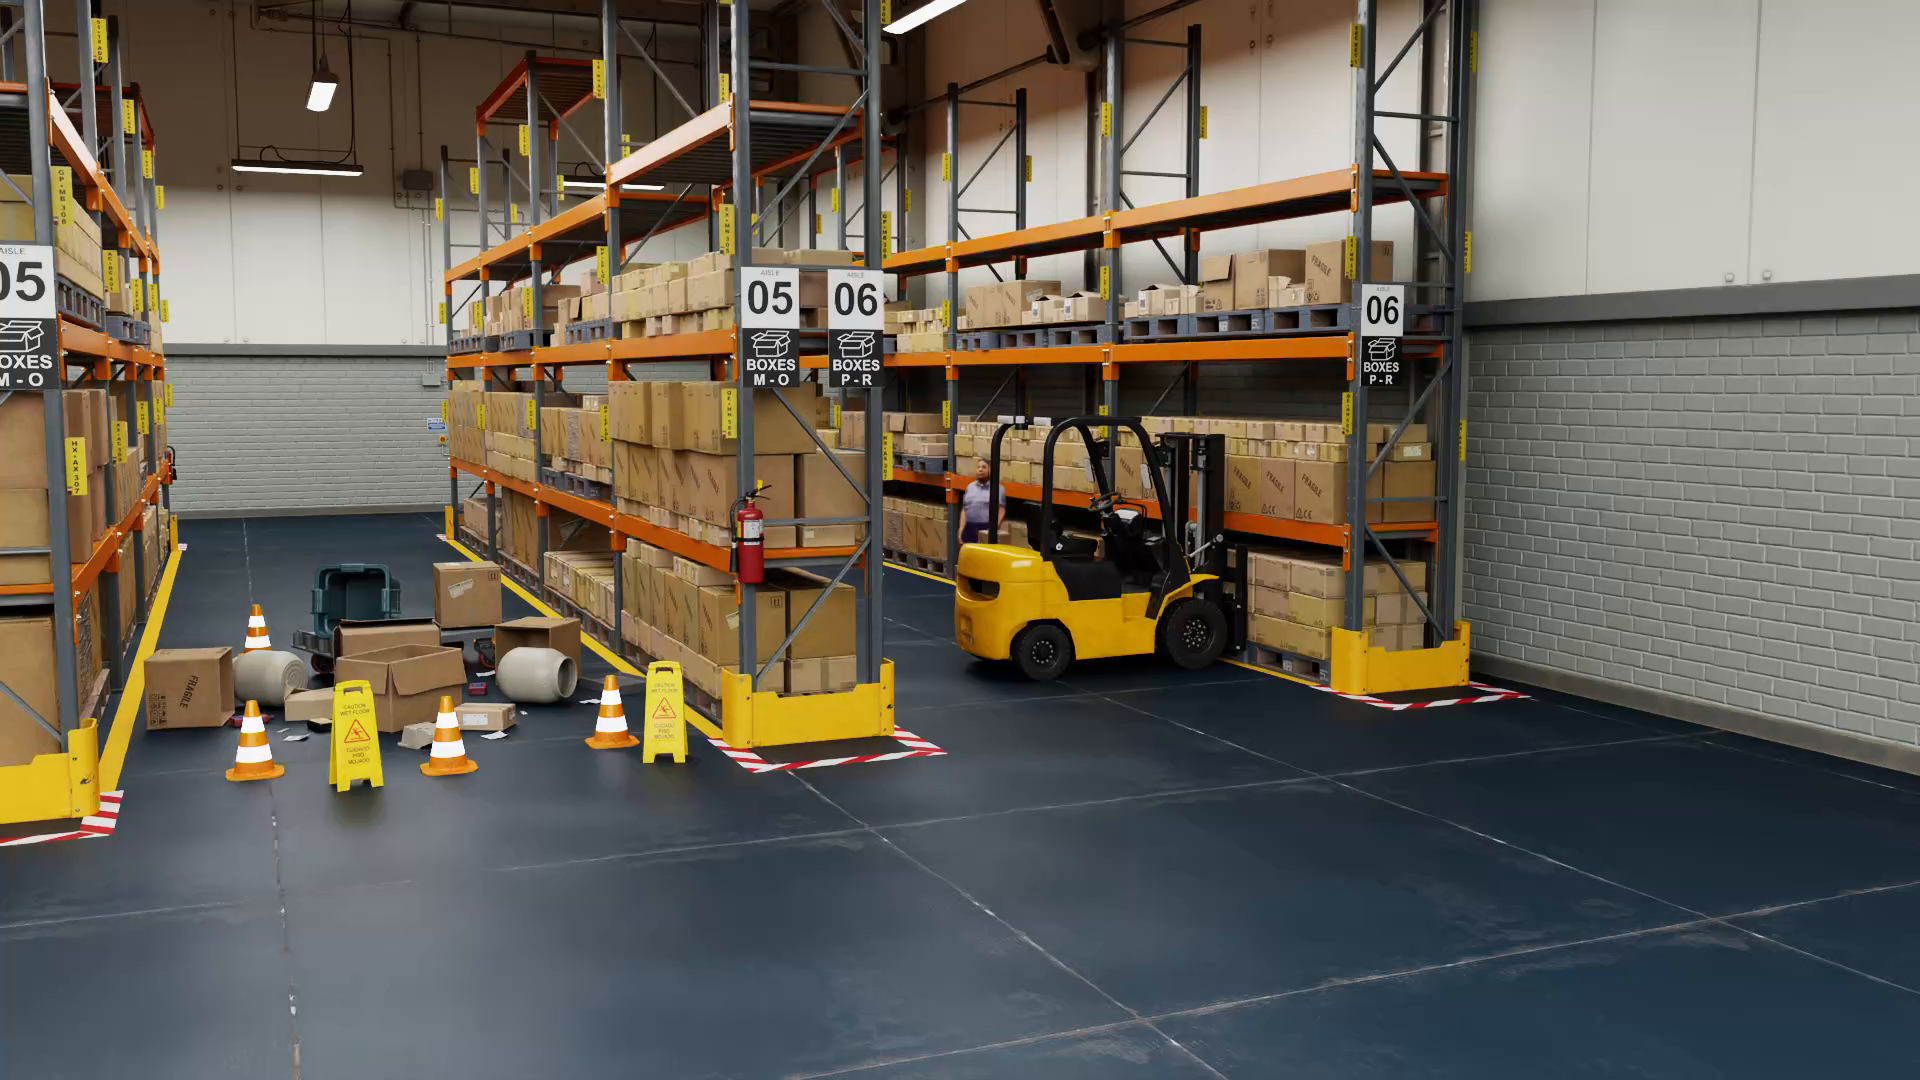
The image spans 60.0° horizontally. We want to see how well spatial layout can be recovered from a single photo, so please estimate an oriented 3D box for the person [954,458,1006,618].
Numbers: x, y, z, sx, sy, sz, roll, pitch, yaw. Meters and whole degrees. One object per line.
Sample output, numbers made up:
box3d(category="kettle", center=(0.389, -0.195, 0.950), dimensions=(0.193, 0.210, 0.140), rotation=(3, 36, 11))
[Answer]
box3d(category="person", center=(0.211, -0.016, 17.170), dimensions=(0.518, 1.649, 0.495), rotation=(2, 6, 22))
